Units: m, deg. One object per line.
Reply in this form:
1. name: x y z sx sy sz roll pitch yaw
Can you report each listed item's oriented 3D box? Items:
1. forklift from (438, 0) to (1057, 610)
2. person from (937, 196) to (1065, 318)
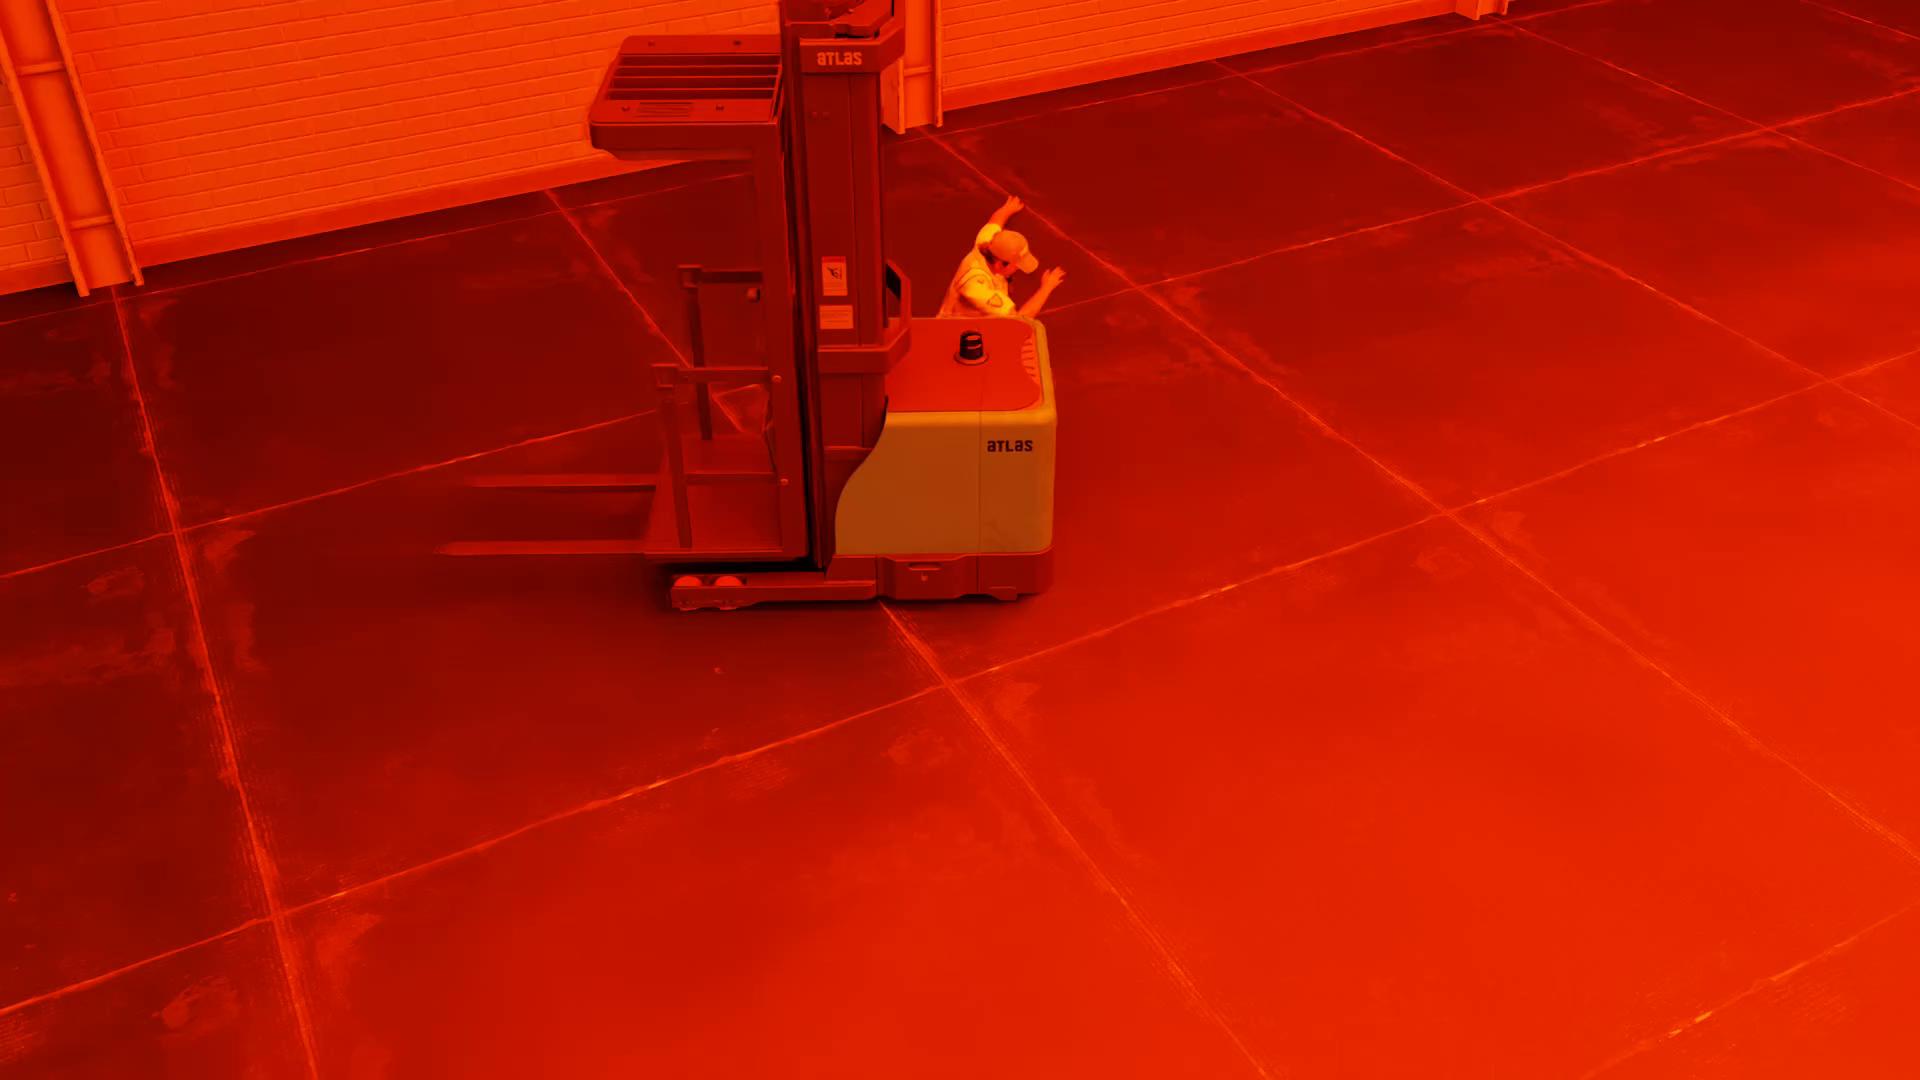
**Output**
1. forklift: -1.062 -1.161 7.765 3.031 2.935 1.130 -1 35 -1
2. person: 0.216 -1.118 9.102 0.721 1.360 1.418 12 37 16
